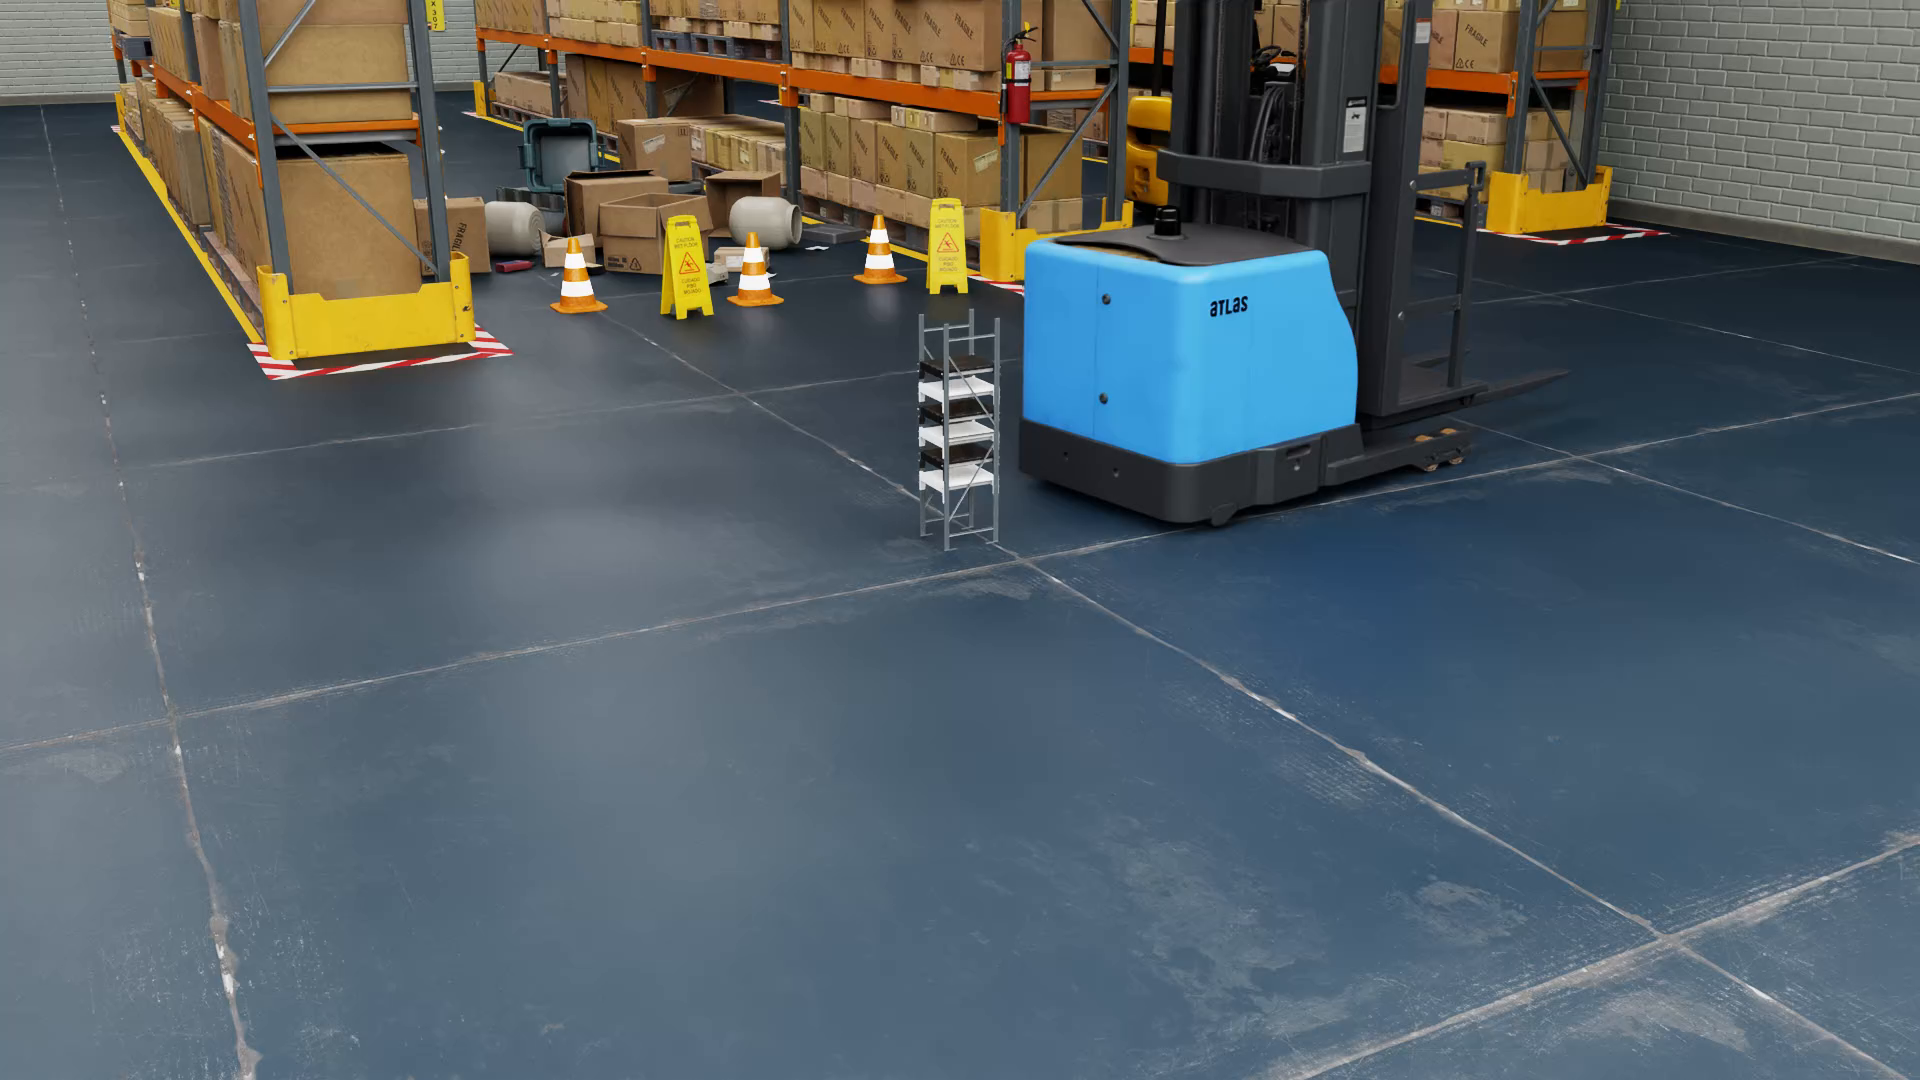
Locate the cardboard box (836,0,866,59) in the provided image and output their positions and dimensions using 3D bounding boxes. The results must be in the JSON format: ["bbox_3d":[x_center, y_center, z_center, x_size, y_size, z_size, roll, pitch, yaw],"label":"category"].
[{"bbox_3d":[-0.692,-4.277,13.818,0.500,0.500,0.500,-10,21,-27],"label":"cardboard box"}]

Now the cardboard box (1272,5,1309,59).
[{"bbox_3d":[3.468,-5.048,16.508,0.500,0.500,0.500,-10,21,-26],"label":"cardboard box"}]

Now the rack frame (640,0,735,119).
[{"bbox_3d":[-3.041,-5.694,18.533,1.000,3.000,0.127,-10,21,-27],"label":"rack frame"}]

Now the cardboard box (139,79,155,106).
[{"bbox_3d":[-8.876,-5.012,18.596,0.500,0.250,0.500,-9,21,-25],"label":"cardboard box"}]

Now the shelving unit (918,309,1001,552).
[{"bbox_3d":[-0.004,-0.428,6.491,0.258,0.900,0.210,-10,21,-27],"label":"shelving unit"}]

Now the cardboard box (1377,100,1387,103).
[{"bbox_3d":[3.901,-4.058,15.831,0.500,0.250,0.500,-10,22,-28],"label":"cardboard box"}]

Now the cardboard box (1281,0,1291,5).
[{"bbox_3d":[3.417,-5.392,16.512,0.380,0.149,0.250,-10,21,-27],"label":"cardboard box"}]

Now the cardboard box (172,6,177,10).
[{"bbox_3d":[-6.658,-4.995,14.823,0.700,0.500,0.500,-10,22,-27],"label":"cardboard box"}]

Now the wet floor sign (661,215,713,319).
[{"bbox_3d":[-1.794,-1.787,10.820,0.267,0.644,0.232,-14,24,-36],"label":"wet floor sign"}]

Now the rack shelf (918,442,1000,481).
[{"bbox_3d":[-0.004,-0.311,6.532,0.258,0.077,0.200,-10,21,-27],"label":"rack shelf"}]

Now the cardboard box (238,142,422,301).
[{"bbox_3d":[-3.931,-1.980,10.384,0.875,0.875,0.875,-10,21,-26],"label":"cardboard box"}]

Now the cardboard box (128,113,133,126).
[{"bbox_3d":[-10.589,-5.479,21.637,0.380,0.149,0.250,-11,22,-29],"label":"cardboard box"}]

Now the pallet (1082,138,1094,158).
[{"bbox_3d":[1.682,-4.903,20.516,1.003,0.211,1.213,-10,21,-27],"label":"pallet"}]

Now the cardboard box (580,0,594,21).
[{"bbox_3d":[-4.249,-6.398,20.038,0.500,0.250,0.500,-11,22,-28],"label":"cardboard box"}]

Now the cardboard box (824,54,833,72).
[{"bbox_3d":[-0.956,-4.150,14.446,0.380,0.149,0.250,-10,21,-27],"label":"cardboard box"}]

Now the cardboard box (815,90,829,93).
[{"bbox_3d":[-1.895,-7.335,26.479,0.700,0.500,0.500,-9,21,-24],"label":"cardboard box"}]

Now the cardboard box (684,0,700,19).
[{"bbox_3d":[-2.520,-5.615,17.052,0.500,0.500,0.500,-10,21,-26],"label":"cardboard box"}]

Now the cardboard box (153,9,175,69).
[{"bbox_3d":[-6.891,-4.484,14.874,0.500,0.500,0.500,-10,21,-27],"label":"cardboard box"}]

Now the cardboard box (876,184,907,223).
[{"bbox_3d":[-0.355,-2.785,13.676,0.500,0.250,0.500,-11,22,-29],"label":"cardboard box"}]

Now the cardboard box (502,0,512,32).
[{"bbox_3d":[-6.122,-7.424,23.395,0.500,0.500,0.500,-9,21,-25],"label":"cardboard box"}]

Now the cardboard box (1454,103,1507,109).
[{"bbox_3d":[4.822,-3.848,15.224,0.500,0.250,0.500,-10,21,-27],"label":"cardboard box"}]

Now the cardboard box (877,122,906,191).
[{"bbox_3d":[-0.337,-3.135,13.540,0.500,0.500,0.500,-11,22,-28],"label":"cardboard box"}]

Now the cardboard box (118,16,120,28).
[{"bbox_3d":[-8.842,-5.567,17.909,0.380,0.149,0.250,-10,22,-28],"label":"cardboard box"}]

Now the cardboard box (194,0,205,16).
[{"bbox_3d":[-4.806,-3.903,11.460,0.875,0.550,0.550,-10,21,-27],"label":"cardboard box"}]

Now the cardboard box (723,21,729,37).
[{"bbox_3d":[-2.101,-5.025,16.337,0.380,0.149,0.250,-10,21,-27],"label":"cardboard box"}]

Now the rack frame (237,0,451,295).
[{"bbox_3d":[-3.551,-2.601,9.571,1.000,3.000,0.127,-10,21,-27],"label":"rack frame"}]

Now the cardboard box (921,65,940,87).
[{"bbox_3d":[-0.078,-3.554,12.718,0.380,0.149,0.250,-10,21,-26],"label":"cardboard box"}]

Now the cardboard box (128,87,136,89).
[{"bbox_3d":[-10.764,-5.912,21.982,0.380,0.149,0.250,-11,22,-29],"label":"cardboard box"}]

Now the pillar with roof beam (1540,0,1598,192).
[{"bbox_3d":[1.798,-6.675,12.181,9.100,9.000,0.400,-10,21,-27],"label":"pillar with roof beam"}]

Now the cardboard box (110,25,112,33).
[{"bbox_3d":[-11.283,-6.932,22.506,0.380,0.149,0.250,-10,21,-27],"label":"cardboard box"}]

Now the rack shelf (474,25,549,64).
[{"bbox_3d":[-5.890,-7.076,23.642,1.077,0.370,4.000,-10,21,-27],"label":"rack shelf"}]

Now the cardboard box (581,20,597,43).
[{"bbox_3d":[-4.258,-6.161,20.117,0.500,0.250,0.500,-10,22,-28],"label":"cardboard box"}]

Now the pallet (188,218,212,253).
[{"bbox_3d":[-5.883,-2.641,13.962,1.003,0.211,1.213,-10,21,-27],"label":"pallet"}]

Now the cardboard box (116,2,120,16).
[{"bbox_3d":[-8.722,-5.633,17.644,0.380,0.149,0.250,-10,22,-28],"label":"cardboard box"}]

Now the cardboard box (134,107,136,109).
[{"bbox_3d":[-10.615,-5.700,21.822,0.380,0.149,0.250,-11,22,-29],"label":"cardboard box"}]

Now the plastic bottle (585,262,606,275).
[{"bbox_3d":[-2.783,-2.027,12.412,0.283,0.061,0.133,16,25,39],"label":"plastic bottle"}]

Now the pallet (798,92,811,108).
[{"bbox_3d":[-2.058,-7.191,27.148,1.003,0.211,1.213,-10,21,-27],"label":"pallet"}]

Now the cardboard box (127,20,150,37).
[{"bbox_3d":[-7.988,-5.048,16.403,0.380,0.149,0.250,-10,21,-26],"label":"cardboard box"}]

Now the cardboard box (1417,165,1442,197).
[{"bbox_3d":[4.395,-3.296,15.156,0.500,0.250,0.500,-10,21,-27],"label":"cardboard box"}]

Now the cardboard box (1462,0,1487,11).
[{"bbox_3d":[4.565,-4.646,14.348,0.380,0.149,0.250,-10,21,-26],"label":"cardboard box"}]

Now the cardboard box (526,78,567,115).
[{"bbox_3d":[-5.570,-6.283,23.525,0.875,0.438,0.875,-11,22,-28],"label":"cardboard box"}]

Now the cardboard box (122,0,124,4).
[{"bbox_3d":[-8.228,-5.476,16.732,0.380,0.149,0.250,-9,21,-25],"label":"cardboard box"}]

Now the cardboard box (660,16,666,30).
[{"bbox_3d":[-3.051,-5.651,18.151,0.380,0.149,0.250,-11,22,-30],"label":"cardboard box"}]

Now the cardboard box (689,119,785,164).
[{"bbox_3d":[-2.424,-4.276,17.808,0.950,0.372,0.625,-10,22,-28],"label":"cardboard box"}]

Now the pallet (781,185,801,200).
[{"bbox_3d":[-1.513,-3.450,16.307,1.003,0.211,1.213,-10,21,-27],"label":"pallet"}]

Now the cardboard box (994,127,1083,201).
[{"bbox_3d":[0.606,-2.931,12.950,0.500,0.500,0.500,-11,22,-28],"label":"cardboard box"}]

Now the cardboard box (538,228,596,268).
[{"bbox_3d":[-3.013,-2.249,12.742,0.396,0.266,0.258,-6,20,-17],"label":"cardboard box"}]

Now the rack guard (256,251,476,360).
[{"bbox_3d":[-3.539,-1.413,9.959,1.175,0.500,0.348,-10,21,-27],"label":"rack guard"}]

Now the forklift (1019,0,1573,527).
[{"bbox_3d":[1.725,-1.812,7.389,3.031,2.935,1.130,-15,24,-36],"label":"forklift"}]

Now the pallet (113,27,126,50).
[{"bbox_3d":[-9.014,-5.713,18.885,1.003,0.211,1.213,-10,21,-27],"label":"pallet"}]

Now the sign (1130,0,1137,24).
[{"bbox_3d":[1.235,-3.890,11.980,0.100,0.325,0.005,-10,21,-27],"label":"sign"}]
